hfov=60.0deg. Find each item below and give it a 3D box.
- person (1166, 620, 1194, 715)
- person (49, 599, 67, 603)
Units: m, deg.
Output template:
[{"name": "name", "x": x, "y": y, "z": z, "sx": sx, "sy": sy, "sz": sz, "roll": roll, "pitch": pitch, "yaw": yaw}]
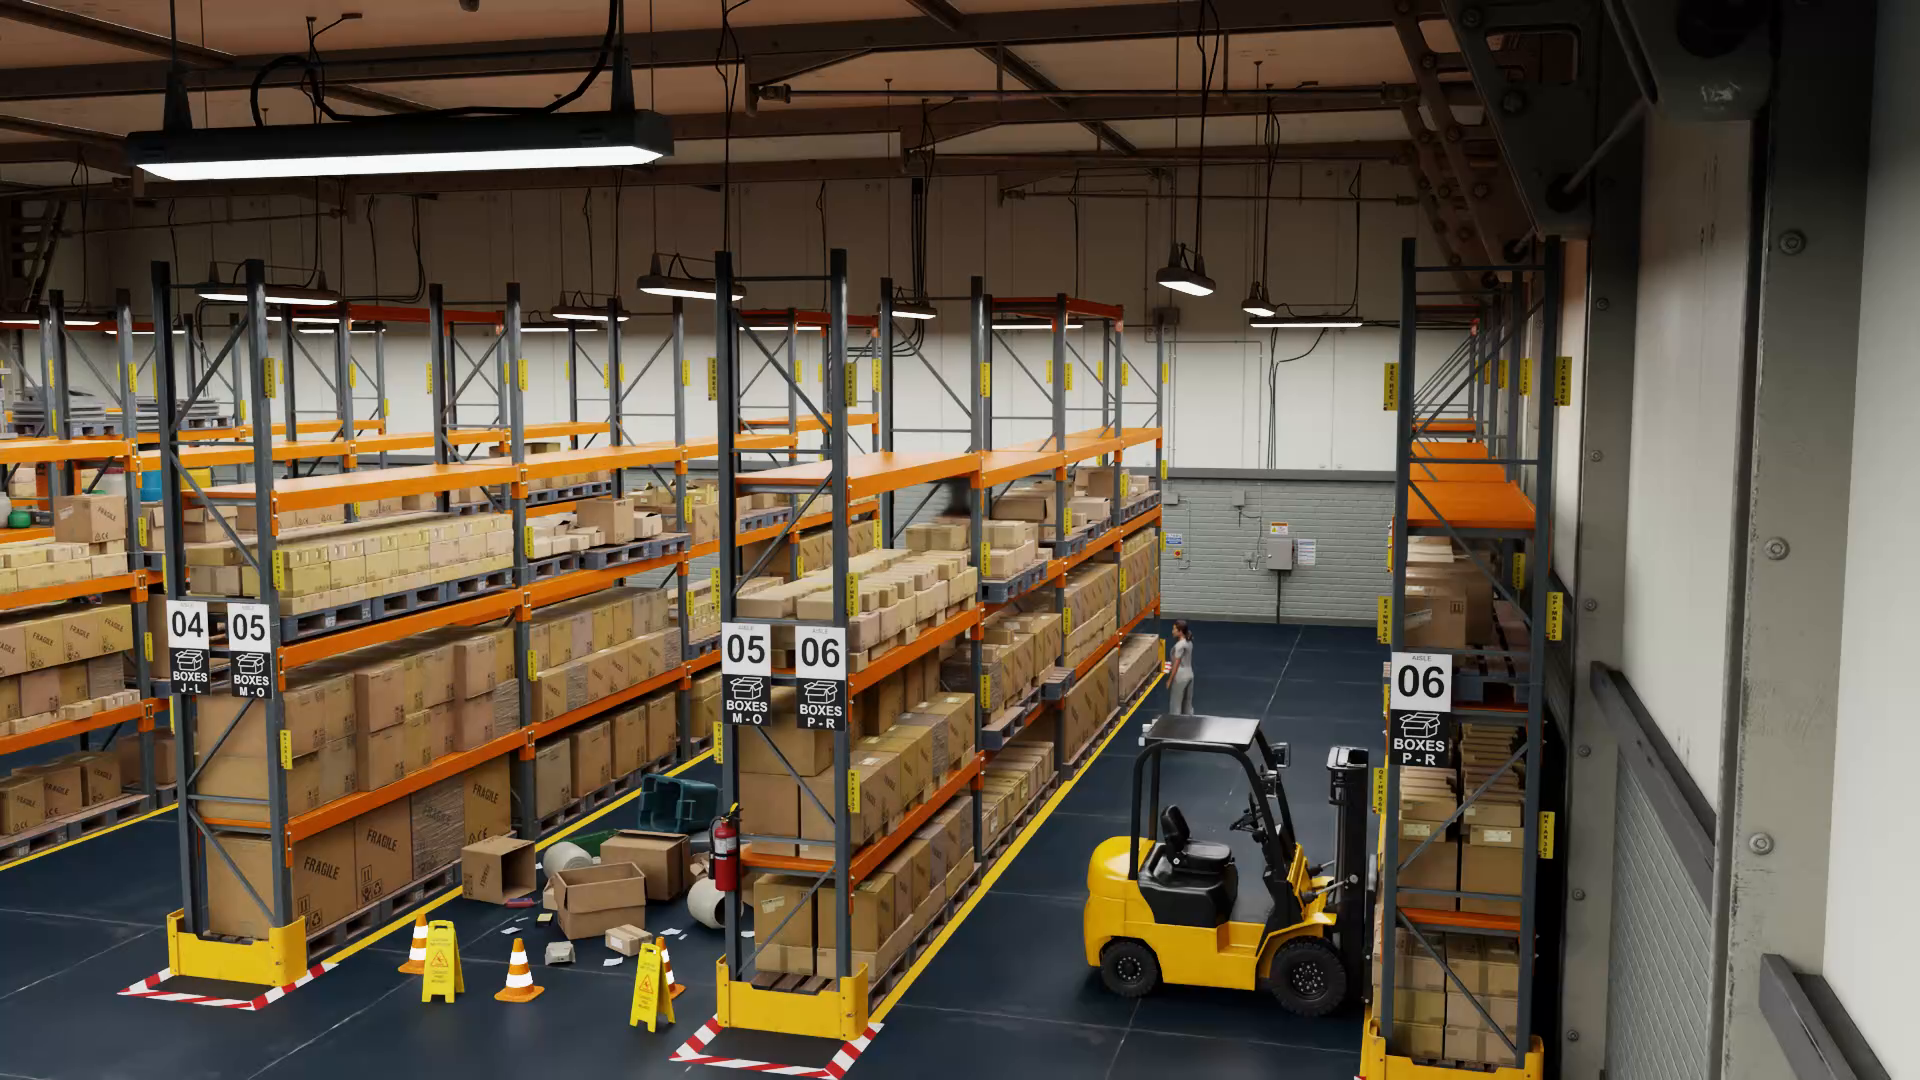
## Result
[{"name": "person", "x": 2.999, "y": 1.928, "z": 22.754, "sx": 0.420, "sy": 1.688, "sz": 0.464, "roll": 4, "pitch": 7, "yaw": 31}, {"name": "person", "x": -14.621, "y": 1.446, "z": 26.757, "sx": 0.474, "sy": 1.753, "sz": 0.947, "roll": 2, "pitch": 6, "yaw": 18}]
